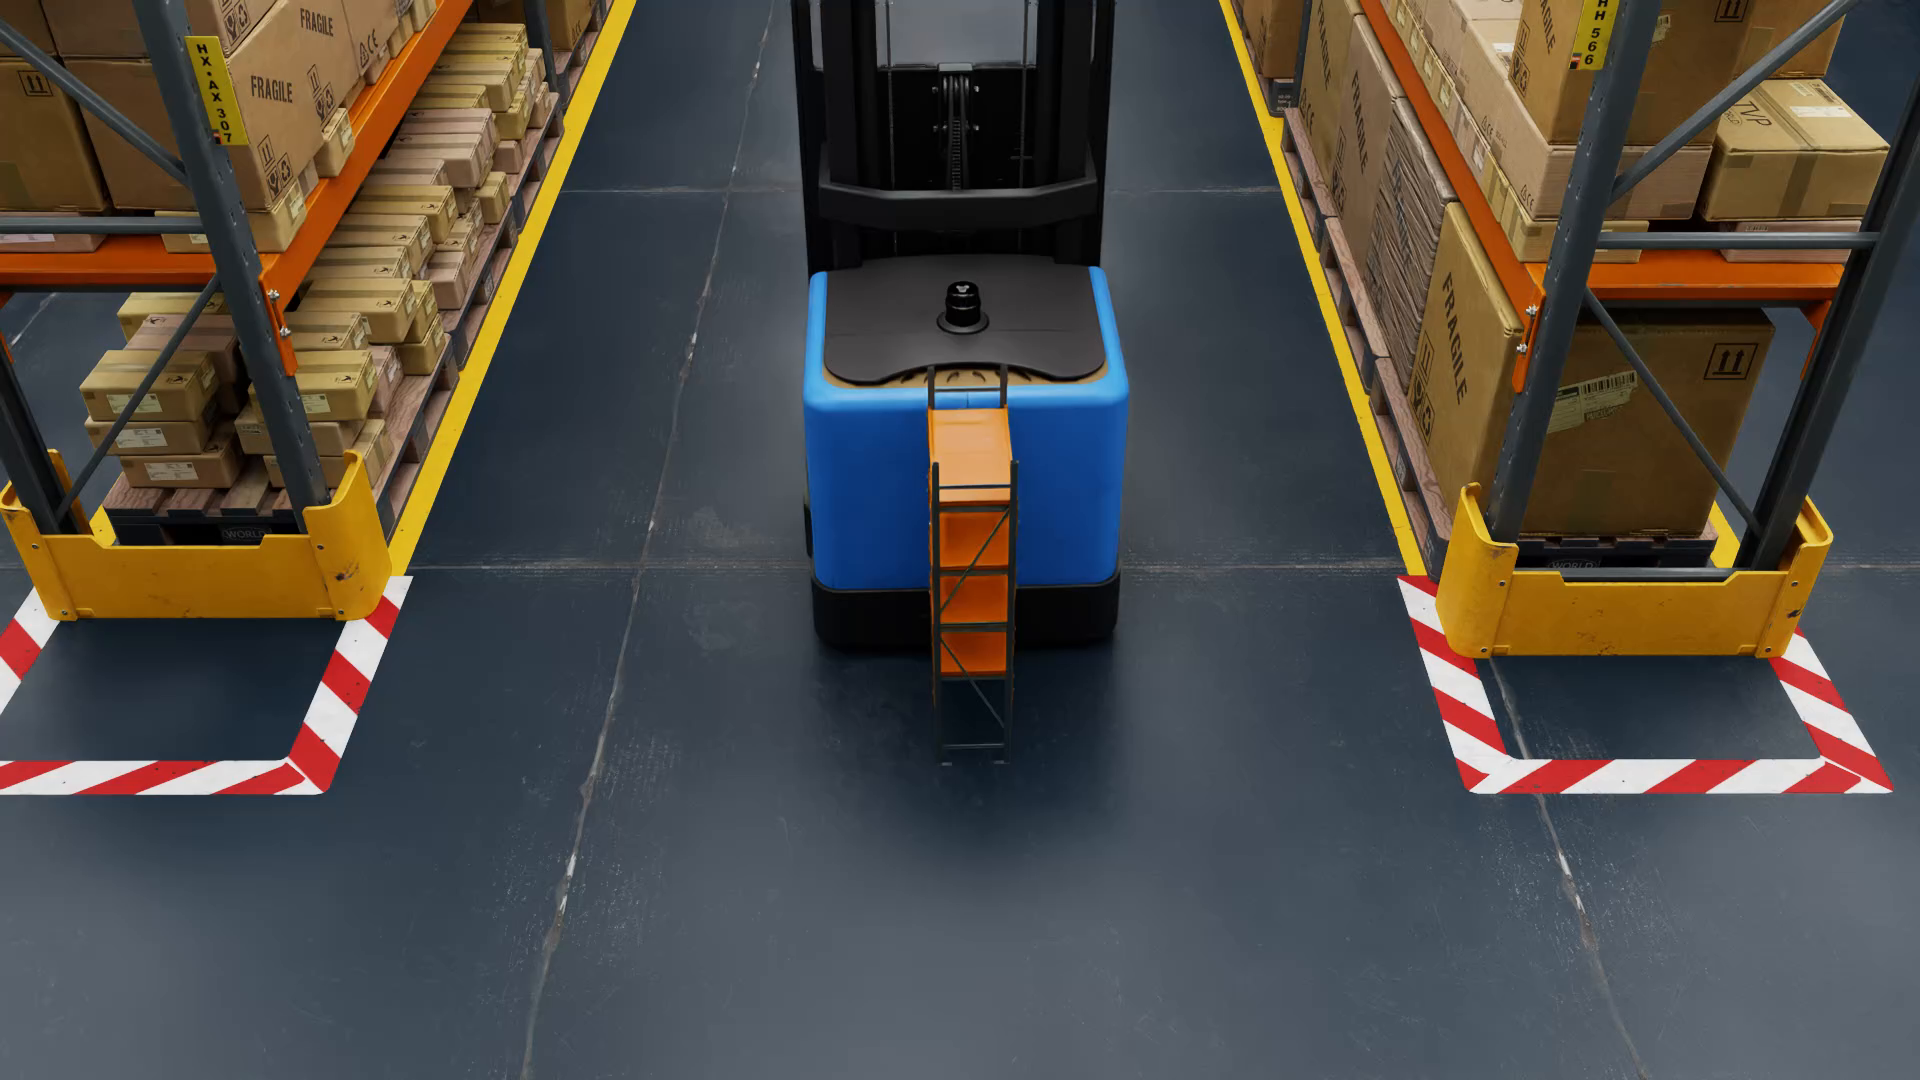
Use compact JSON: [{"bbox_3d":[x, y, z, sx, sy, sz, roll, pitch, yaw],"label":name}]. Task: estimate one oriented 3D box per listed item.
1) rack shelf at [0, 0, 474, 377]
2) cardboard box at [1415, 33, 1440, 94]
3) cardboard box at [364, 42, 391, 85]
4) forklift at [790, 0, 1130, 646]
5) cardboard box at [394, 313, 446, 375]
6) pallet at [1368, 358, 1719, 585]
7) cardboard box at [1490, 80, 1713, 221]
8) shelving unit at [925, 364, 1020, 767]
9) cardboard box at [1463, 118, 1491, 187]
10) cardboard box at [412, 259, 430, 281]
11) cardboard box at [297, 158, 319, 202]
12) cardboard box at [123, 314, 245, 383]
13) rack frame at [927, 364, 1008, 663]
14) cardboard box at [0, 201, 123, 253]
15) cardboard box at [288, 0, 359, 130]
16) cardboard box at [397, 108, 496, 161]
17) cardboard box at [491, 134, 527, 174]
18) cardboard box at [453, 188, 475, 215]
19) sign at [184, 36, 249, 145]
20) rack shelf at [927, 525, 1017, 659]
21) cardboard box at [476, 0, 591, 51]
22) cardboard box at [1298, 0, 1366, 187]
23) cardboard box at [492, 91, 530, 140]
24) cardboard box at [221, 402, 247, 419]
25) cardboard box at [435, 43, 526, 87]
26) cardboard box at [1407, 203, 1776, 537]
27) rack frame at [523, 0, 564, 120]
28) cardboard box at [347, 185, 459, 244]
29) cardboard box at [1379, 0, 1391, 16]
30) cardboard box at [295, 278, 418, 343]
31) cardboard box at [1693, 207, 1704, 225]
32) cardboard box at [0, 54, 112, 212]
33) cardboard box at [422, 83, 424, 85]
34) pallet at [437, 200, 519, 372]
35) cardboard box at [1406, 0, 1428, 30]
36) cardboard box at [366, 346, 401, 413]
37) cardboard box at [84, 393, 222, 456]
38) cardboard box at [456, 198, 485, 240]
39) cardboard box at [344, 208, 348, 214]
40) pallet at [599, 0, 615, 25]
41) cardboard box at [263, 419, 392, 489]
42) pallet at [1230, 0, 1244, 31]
[{"bbox_3d":[-2.675,-1.914,6.816,1.077,0.370,4.000,0,39,0],"label":"rack shelf"},{"bbox_3d":[1.955,-1.810,6.311,0.380,0.149,0.250,0,39,0],"label":"cardboard box"},{"bbox_3d":[-2.418,-1.863,6.376,0.380,0.149,0.250,-1,39,-1],"label":"cardboard box"},{"bbox_3d":[-0.033,-1.683,6.006,1.130,2.935,3.031,-1,39,-2],"label":"forklift"},{"bbox_3d":[-2.333,-0.803,6.797,0.380,0.149,0.250,0,39,1],"label":"cardboard box"},{"bbox_3d":[2.209,-0.297,6.451,1.003,0.211,1.213,0,39,0],"label":"pallet"},{"bbox_3d":[2.022,-1.245,5.287,0.500,0.250,0.500,-1,39,-1],"label":"cardboard box"},{"bbox_3d":[0.032,0.101,5.164,0.258,1.200,0.503,-1,39,-2],"label":"shelving unit"},{"bbox_3d":[1.957,-1.330,5.711,0.380,0.149,0.250,0,39,0],"label":"cardboard box"},{"bbox_3d":[-2.436,-1.090,6.918,0.380,0.149,0.250,-2,39,-2],"label":"cardboard box"},{"bbox_3d":[-2.386,-1.208,5.560,0.380,0.149,0.250,1,39,2],"label":"cardboard box"},{"bbox_3d":[-2.869,-0.716,6.213,0.380,0.149,0.250,1,39,1],"label":"cardboard box"},{"bbox_3d":[0.023,-0.051,5.354,0.240,1.200,0.015,-1,39,-2],"label":"rack frame"},{"bbox_3d":[-2.955,-1.050,5.363,0.380,0.149,0.250,0,39,0],"label":"cardboard box"},{"bbox_3d":[-2.423,-1.715,5.674,0.500,0.500,0.500,0,39,0],"label":"cardboard box"},{"bbox_3d":[-2.354,-1.860,7.641,0.380,0.149,0.250,-2,39,-2],"label":"cardboard box"},{"bbox_3d":[-2.354,-1.924,8.197,0.380,0.149,0.250,-1,39,-2],"label":"cardboard box"},{"bbox_3d":[-2.426,-1.596,7.549,0.380,0.149,0.250,-2,39,-2],"label":"cardboard box"},{"bbox_3d":[-2.130,-1.283,4.760,0.100,0.325,0.005,0,39,0],"label":"sign"},{"bbox_3d":[0.032,0.154,5.206,0.258,0.148,0.480,-1,39,-2],"label":"rack shelf"},{"bbox_3d":[-2.412,-3.097,9.378,0.500,0.500,0.500,1,39,2],"label":"cardboard box"},{"bbox_3d":[2.204,-2.308,8.095,0.875,0.875,0.875,0,39,0],"label":"cardboard box"},{"bbox_3d":[-2.328,-2.080,8.153,0.380,0.149,0.250,-1,39,-2],"label":"cardboard box"},{"bbox_3d":[-2.983,-0.486,6.401,0.380,0.149,0.250,1,39,1],"label":"cardboard box"},{"bbox_3d":[-2.376,-2.347,8.249,0.380,0.149,0.250,0,39,1],"label":"cardboard box"},{"bbox_3d":[2.207,-0.620,5.988,0.875,0.875,0.875,0,39,0],"label":"cardboard box"},{"bbox_3d":[-2.677,-3.446,8.151,1.000,3.000,0.127,0,39,0],"label":"rack frame"},{"bbox_3d":[-2.354,-1.379,7.040,0.380,0.149,0.250,1,39,1],"label":"cardboard box"},{"bbox_3d":[1.953,-2.292,6.913,0.380,0.149,0.250,0,39,0],"label":"cardboard box"},{"bbox_3d":[-2.326,-0.886,6.425,0.380,0.149,0.250,0,39,0],"label":"cardboard box"},{"bbox_3d":[2.616,-1.169,5.512,0.380,0.149,0.250,-1,39,-1],"label":"cardboard box"},{"bbox_3d":[-2.930,-1.380,5.256,0.500,0.500,0.500,1,39,1],"label":"cardboard box"},{"bbox_3d":[-2.906,-2.228,8.338,0.380,0.149,0.250,0,39,0],"label":"cardboard box"},{"bbox_3d":[-2.636,-1.173,7.545,1.003,0.211,1.213,0,39,0],"label":"pallet"},{"bbox_3d":[2.016,-2.206,6.487,0.500,0.250,0.500,0,39,0],"label":"cardboard box"},{"bbox_3d":[-2.360,-0.611,6.320,0.380,0.149,0.250,0,39,0],"label":"cardboard box"},{"bbox_3d":[-2.958,-0.442,6.109,0.380,0.149,0.250,-1,39,-1],"label":"cardboard box"},{"bbox_3d":[-2.401,-1.442,7.594,0.380,0.149,0.250,1,39,1],"label":"cardboard box"},{"bbox_3d":[-2.959,-1.577,7.526,0.380,0.149,0.250,0,39,0],"label":"cardboard box"},{"bbox_3d":[-2.683,-3.609,10.585,1.003,0.211,1.213,0,39,0],"label":"pallet"},{"bbox_3d":[-2.353,-0.324,6.199,0.380,0.149,0.250,1,39,1],"label":"cardboard box"},{"bbox_3d":[2.203,-3.545,10.505,1.003,0.211,1.213,0,39,0],"label":"pallet"}]
